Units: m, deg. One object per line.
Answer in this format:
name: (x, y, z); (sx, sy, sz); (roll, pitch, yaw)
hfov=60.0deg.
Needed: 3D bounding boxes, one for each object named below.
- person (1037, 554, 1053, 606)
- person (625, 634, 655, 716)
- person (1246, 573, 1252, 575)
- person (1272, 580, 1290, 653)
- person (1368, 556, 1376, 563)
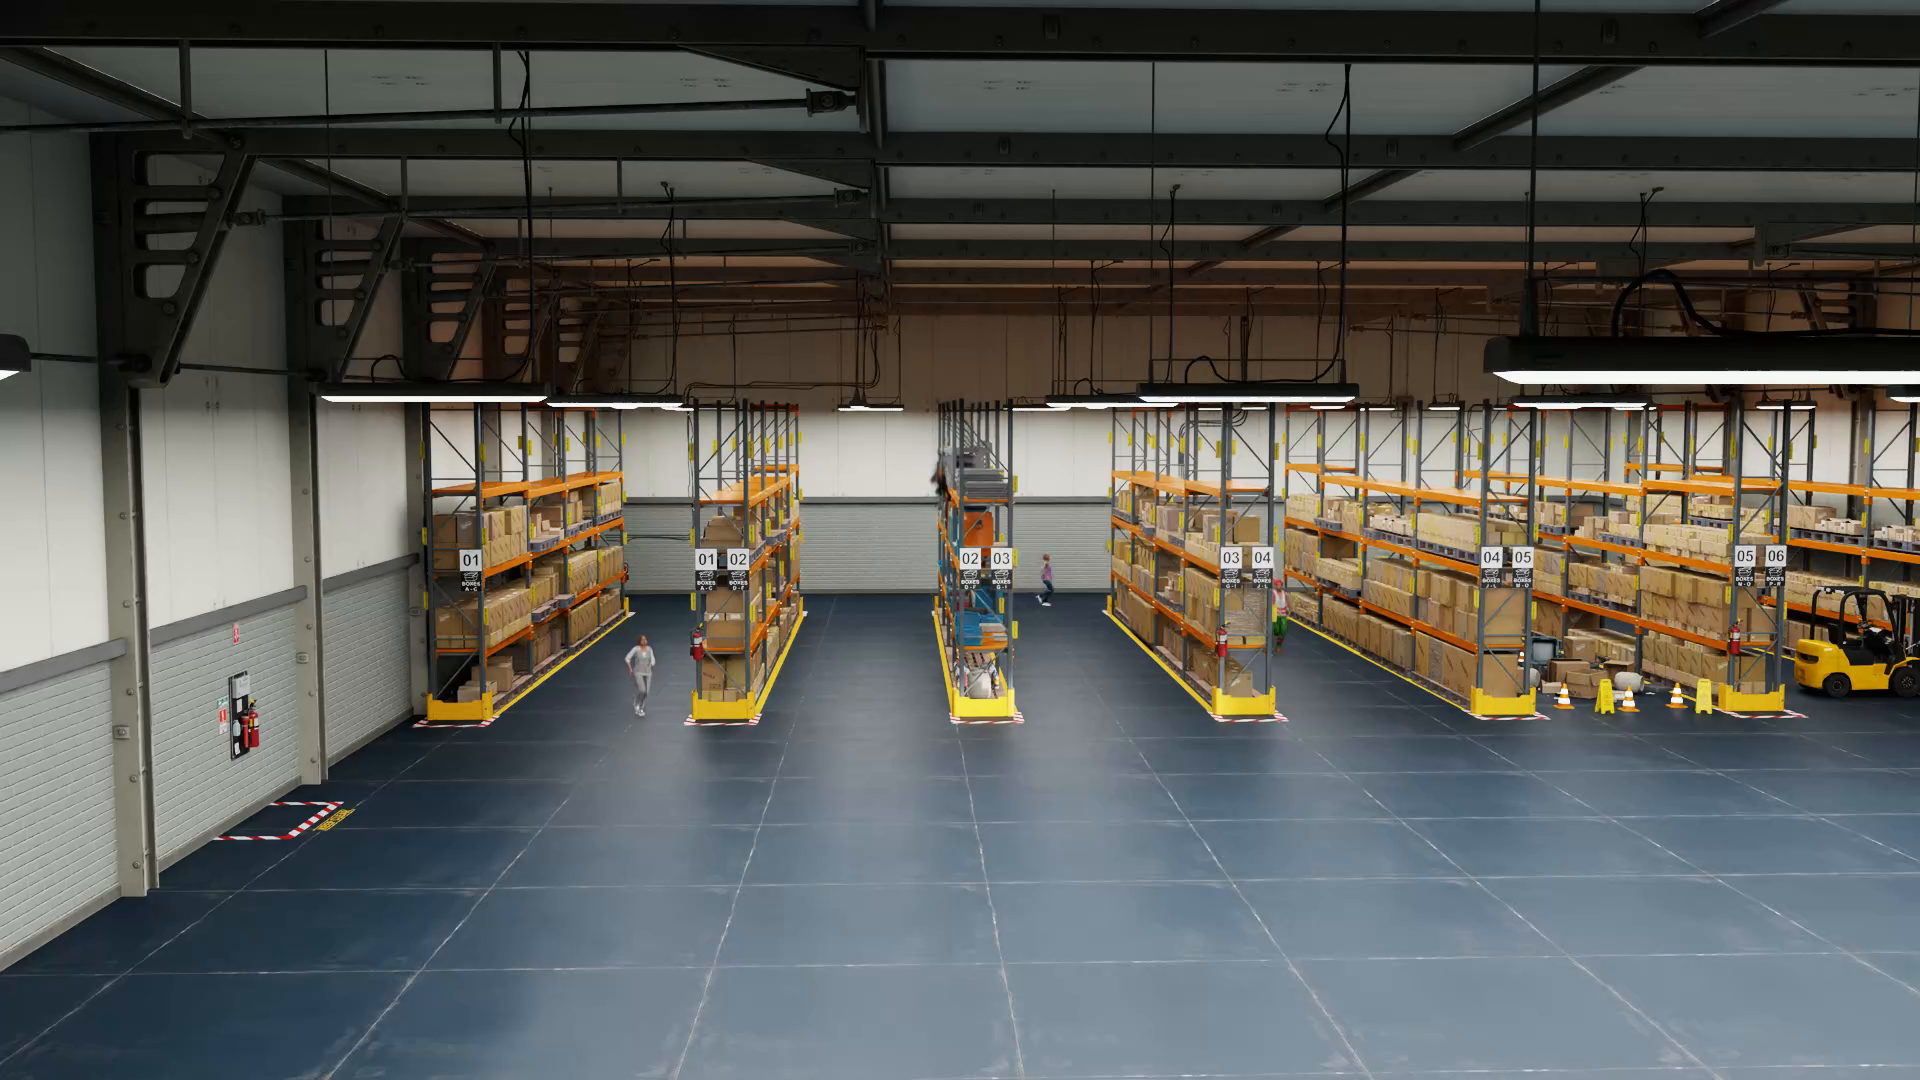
person: (2.548, 1.184, 49.624); (0.496, 1.562, 0.546); (1, 4, 7)
person: (-5.981, 2.560, 31.335); (0.512, 1.545, 0.592); (-3, 5, -32)
person: (7.979, 1.284, 47.273); (0.762, 1.659, 0.798); (2, 5, 20)
person: (7.664, 1.824, 40.101); (0.670, 1.752, 0.611); (-1, 4, -11)
person: (11.586, 1.306, 46.840); (0.695, 1.719, 0.600); (-2, 5, -25)
